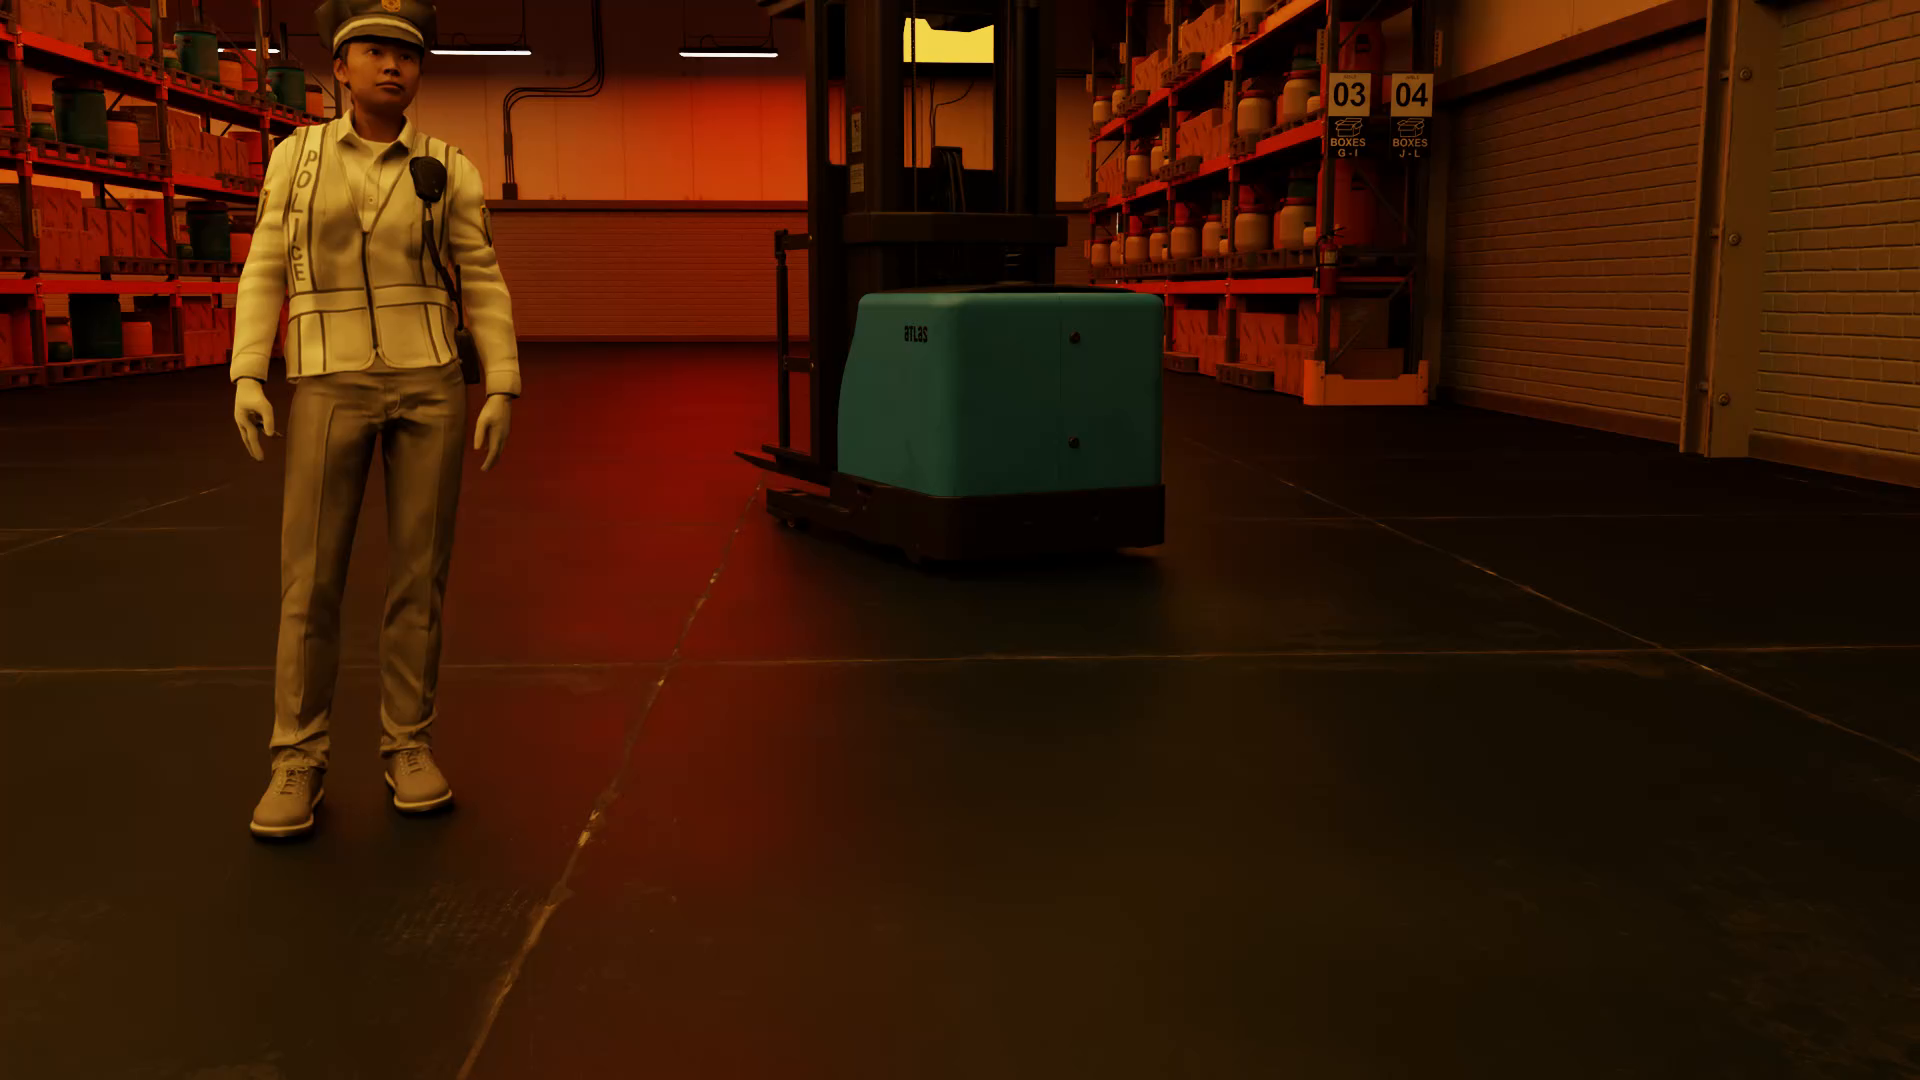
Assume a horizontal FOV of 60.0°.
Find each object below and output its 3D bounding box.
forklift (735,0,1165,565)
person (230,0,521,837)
[{"bbox_3d":[-0.264,-1.530,7.637,1.130,2.935,3.031,-4,9,-25],"label":"forklift"},{"bbox_3d":[-1.204,-0.289,3.456,0.576,1.700,0.521,-3,9,-19],"label":"person"}]
